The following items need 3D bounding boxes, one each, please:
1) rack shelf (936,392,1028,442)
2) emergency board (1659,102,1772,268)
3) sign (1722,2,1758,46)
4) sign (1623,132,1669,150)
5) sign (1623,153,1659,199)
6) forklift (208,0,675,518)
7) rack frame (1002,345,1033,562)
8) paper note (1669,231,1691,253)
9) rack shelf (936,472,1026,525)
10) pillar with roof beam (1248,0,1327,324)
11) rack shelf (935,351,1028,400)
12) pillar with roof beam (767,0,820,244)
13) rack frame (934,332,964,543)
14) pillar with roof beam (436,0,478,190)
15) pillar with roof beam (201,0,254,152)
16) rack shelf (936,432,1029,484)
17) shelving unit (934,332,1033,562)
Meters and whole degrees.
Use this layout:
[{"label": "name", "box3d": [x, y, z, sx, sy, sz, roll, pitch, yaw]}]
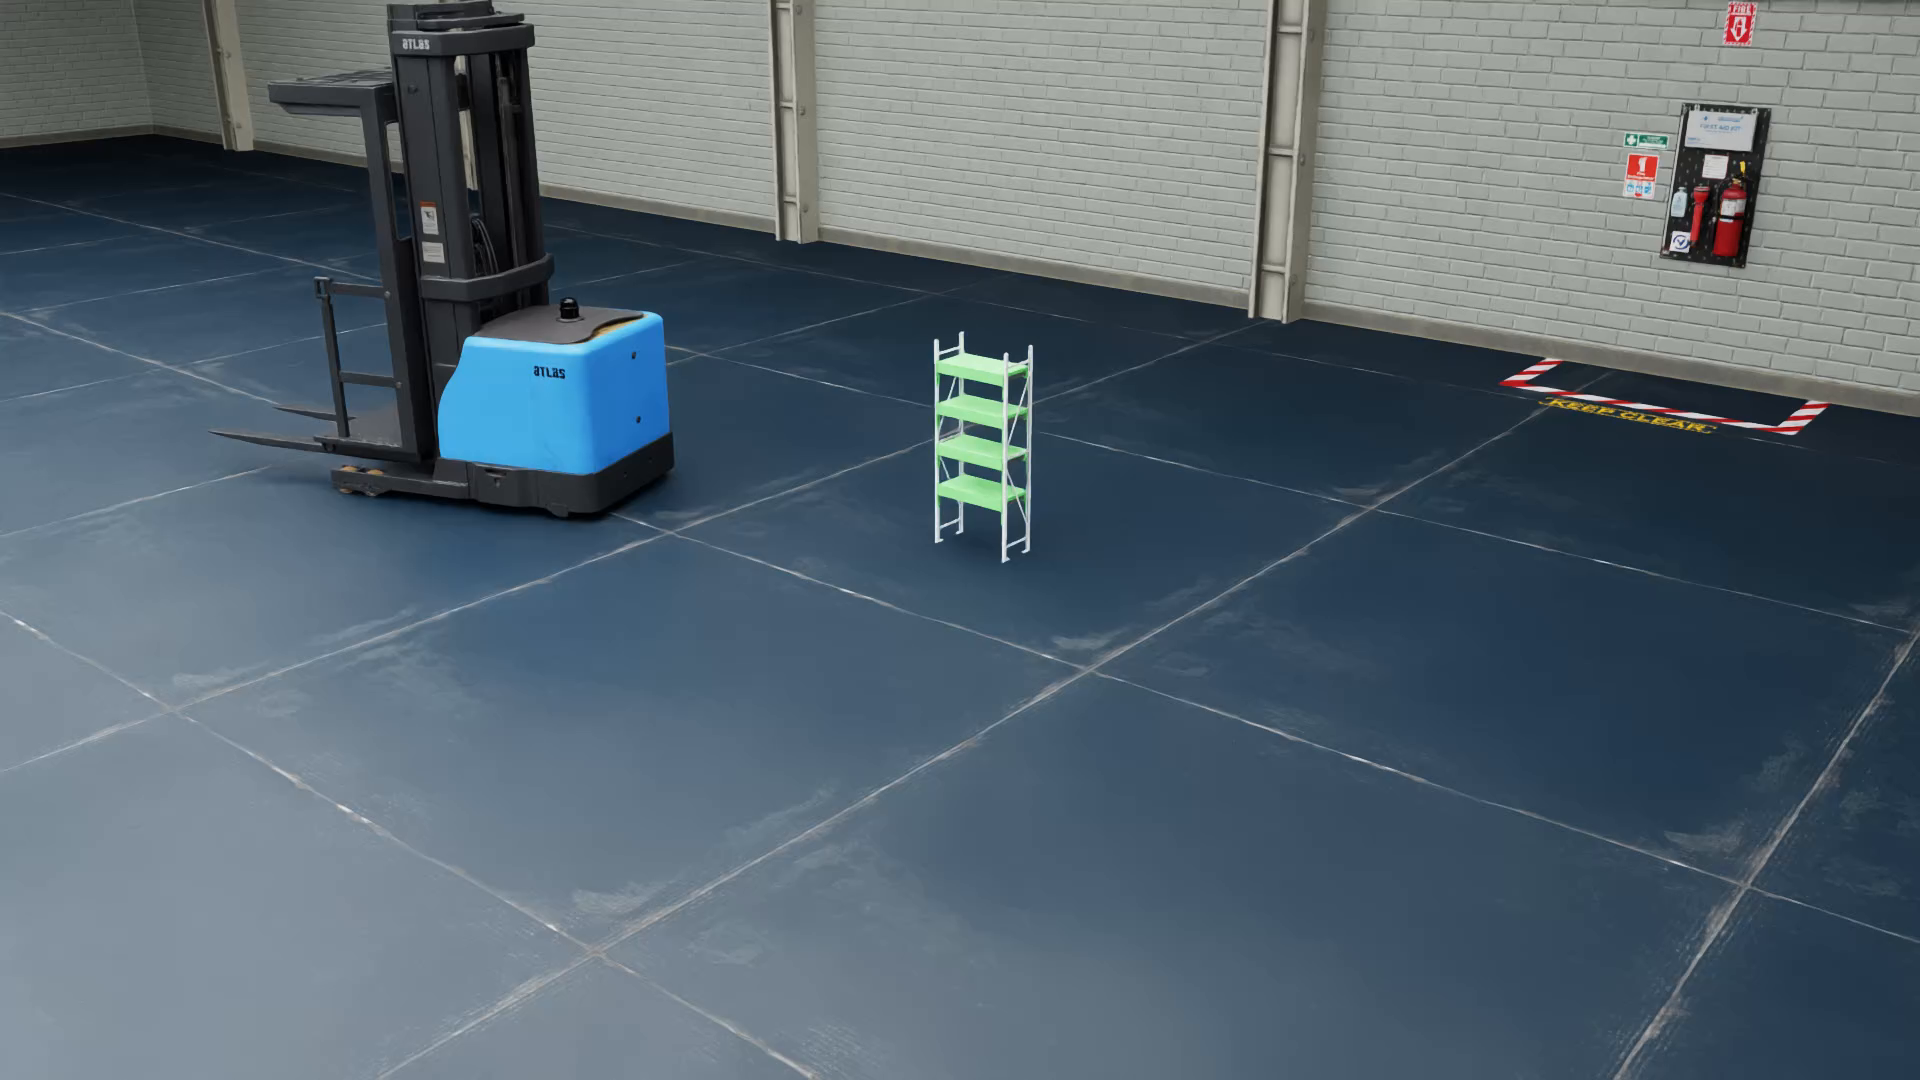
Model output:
[{"label": "rack shelf", "box3d": [0.128, -0.689, 9.296, 0.480, 0.148, 0.258, 16, 26, 36]}, {"label": "emergency board", "box3d": [5.601, -2.633, 12.398, 0.643, 1.169, 0.194, 16, 26, 36]}, {"label": "sign", "box3d": [5.658, -3.746, 12.066, 0.199, 0.298, 0.001, 16, 26, 36]}, {"label": "sign", "box3d": [5.236, -3.045, 12.691, 0.331, 0.109, 0.001, 16, 26, 36]}, {"label": "sign", "box3d": [5.238, -2.801, 12.794, 0.234, 0.329, 0.001, 16, 26, 36]}, {"label": "forklift", "box3d": [-3.413, -1.809, 10.310, 3.031, 2.935, 1.130, 7, 22, 19]}, {"label": "rack frame", "box3d": [0.317, -0.470, 9.214, 0.015, 1.200, 0.240, 16, 26, 36]}, {"label": "paper note", "box3d": [5.508, -2.279, 12.708, 0.142, 0.148, 0.016, 16, 26, 36]}, {"label": "rack shelf", "box3d": [0.128, -0.240, 9.466, 0.480, 0.148, 0.258, 16, 26, 36]}, {"label": "pillar with roof beam", "box3d": [0.121, -5.040, 10.279, 0.400, 9.000, 9.100, 16, 26, 36]}, {"label": "rack shelf", "box3d": [0.128, -0.914, 9.212, 0.480, 0.148, 0.258, 16, 26, 36]}, {"label": "pillar with roof beam", "box3d": [-4.527, -6.378, 13.829, 0.400, 9.000, 9.100, 16, 26, 36]}, {"label": "rack frame", "box3d": [-0.061, -0.579, 9.503, 0.015, 1.200, 0.240, 16, 26, 36]}, {"label": "pillar with roof beam", "box3d": [-9.175, -7.717, 17.378, 0.400, 9.000, 9.100, 16, 26, 36]}, {"label": "pillar with roof beam", "box3d": [-13.824, -9.055, 20.928, 0.400, 9.000, 9.100, 16, 26, 36]}, {"label": "rack shelf", "box3d": [0.128, -0.465, 9.381, 0.480, 0.148, 0.258, 16, 26, 36]}, {"label": "shelving unit", "box3d": [0.128, -0.524, 9.359, 0.503, 1.200, 0.258, 16, 26, 36]}]
